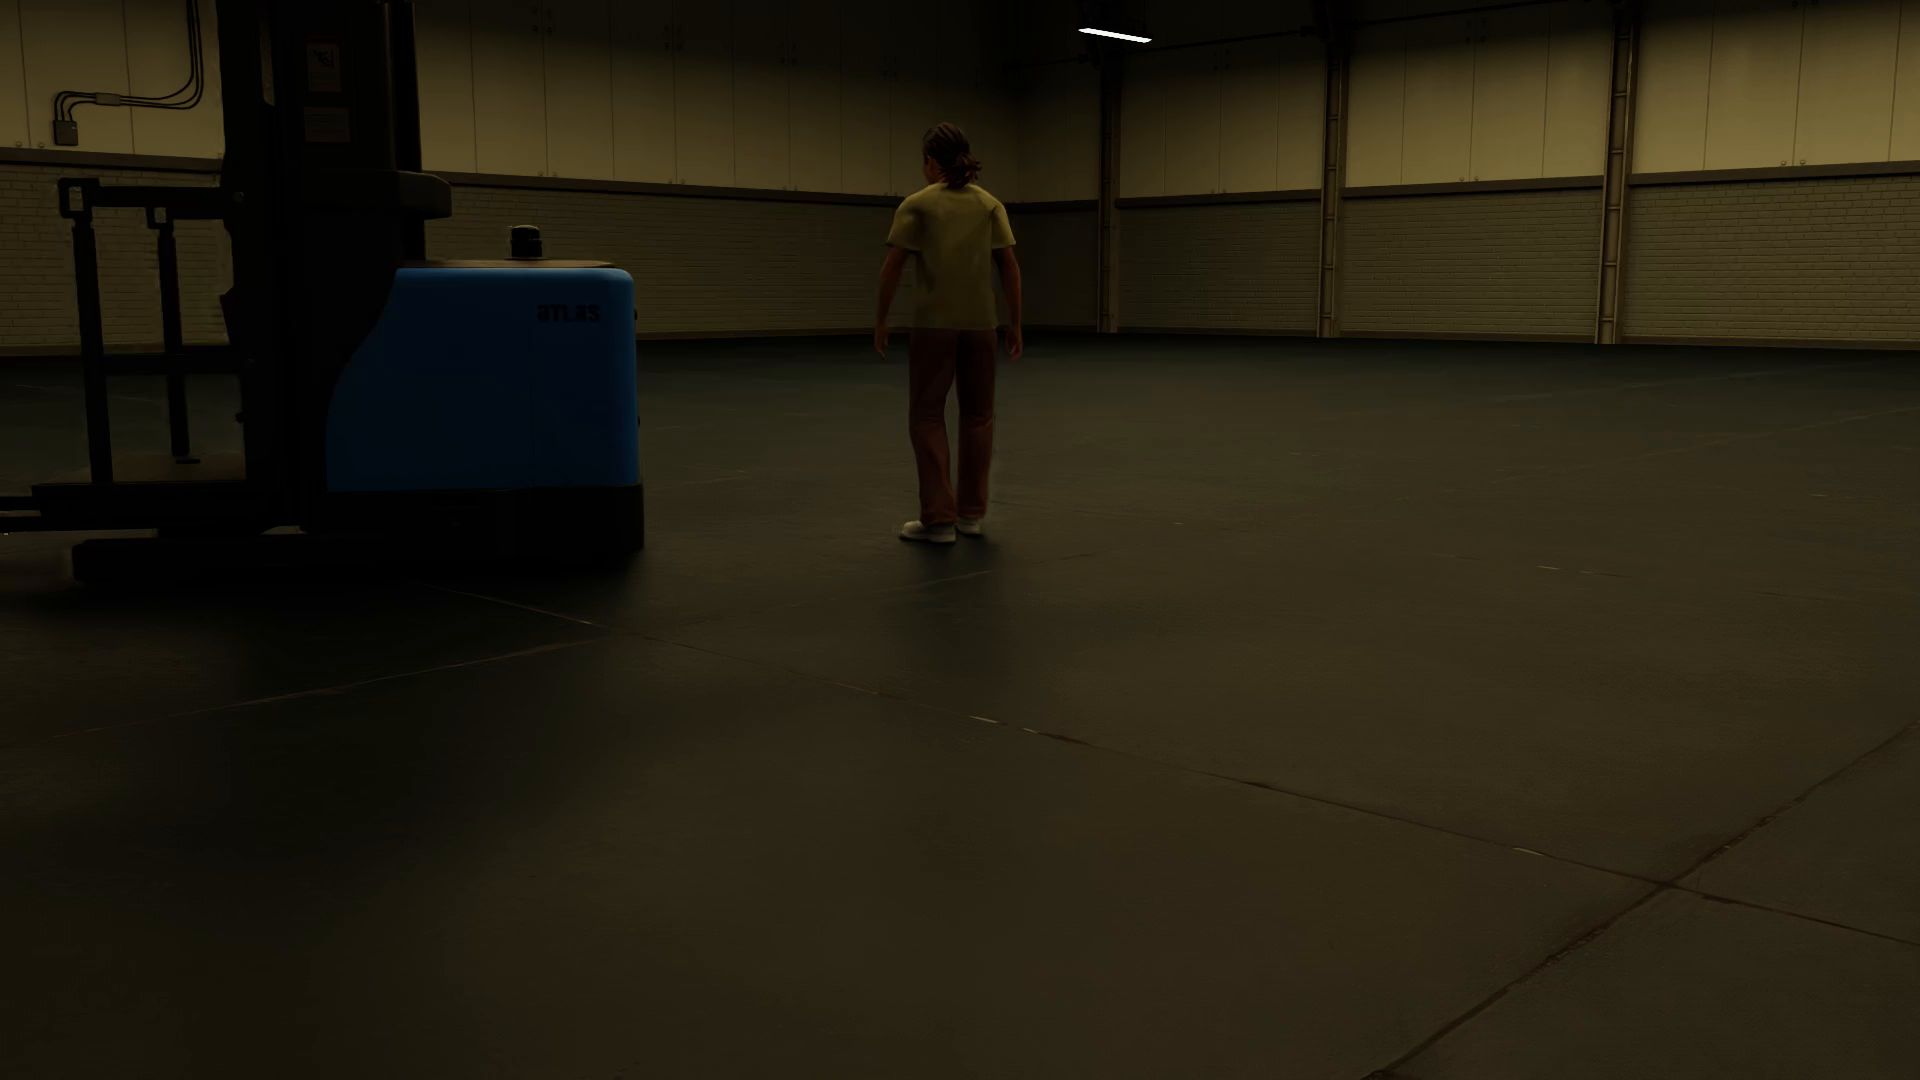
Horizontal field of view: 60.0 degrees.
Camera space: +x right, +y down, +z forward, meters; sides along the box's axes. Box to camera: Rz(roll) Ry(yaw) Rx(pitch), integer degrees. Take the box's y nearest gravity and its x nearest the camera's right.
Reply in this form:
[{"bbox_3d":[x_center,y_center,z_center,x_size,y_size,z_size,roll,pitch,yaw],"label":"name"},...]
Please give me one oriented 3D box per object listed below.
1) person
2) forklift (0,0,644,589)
[{"bbox_3d":[-0.062,-0.841,6.748,0.588,1.656,0.587,-2,9,-16],"label":"person"},{"bbox_3d":[-2.716,-1.368,5.958,3.031,2.935,1.130,-2,9,-11],"label":"forklift"}]
